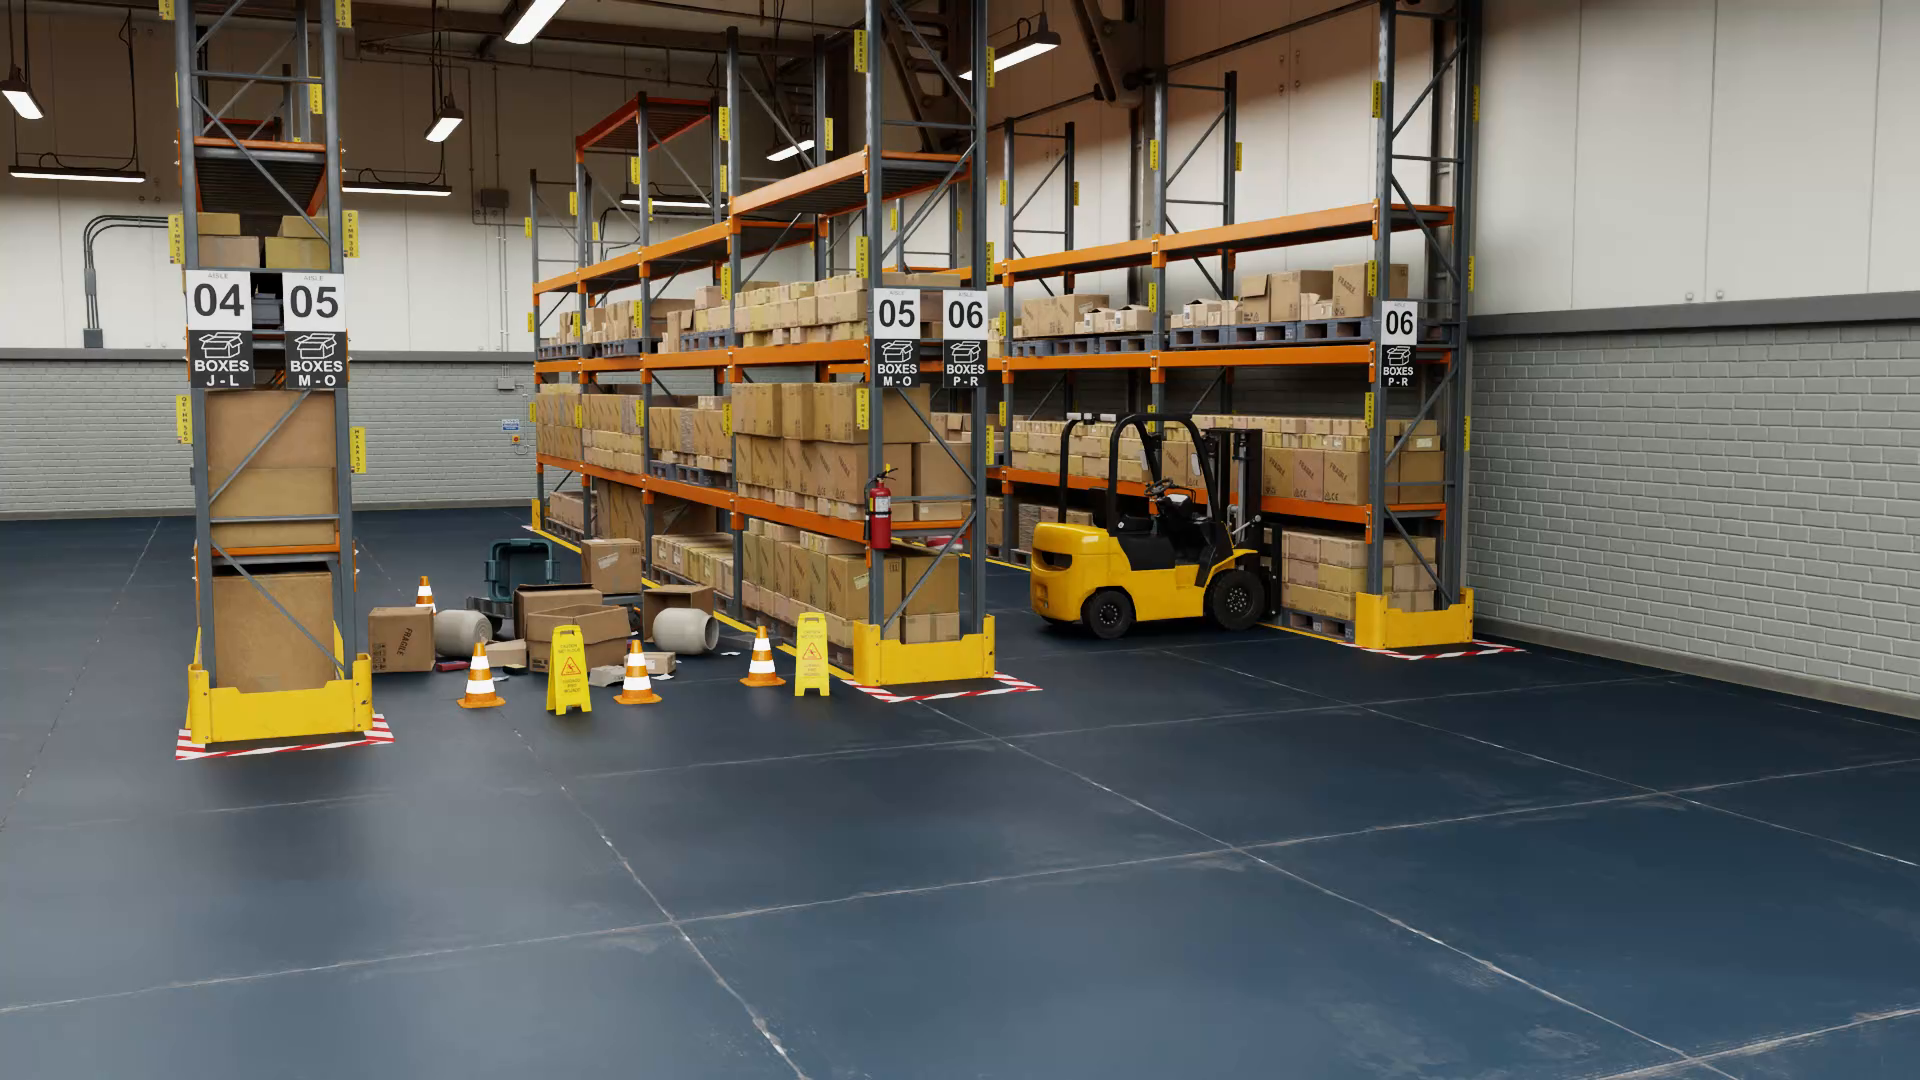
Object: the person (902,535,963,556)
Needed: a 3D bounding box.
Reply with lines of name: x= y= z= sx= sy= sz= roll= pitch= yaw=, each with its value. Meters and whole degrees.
person: x=-0.307 y=0.124 z=17.439 sx=0.584 sy=1.381 sz=0.782 roll=-3 pitch=6 yaw=-25
